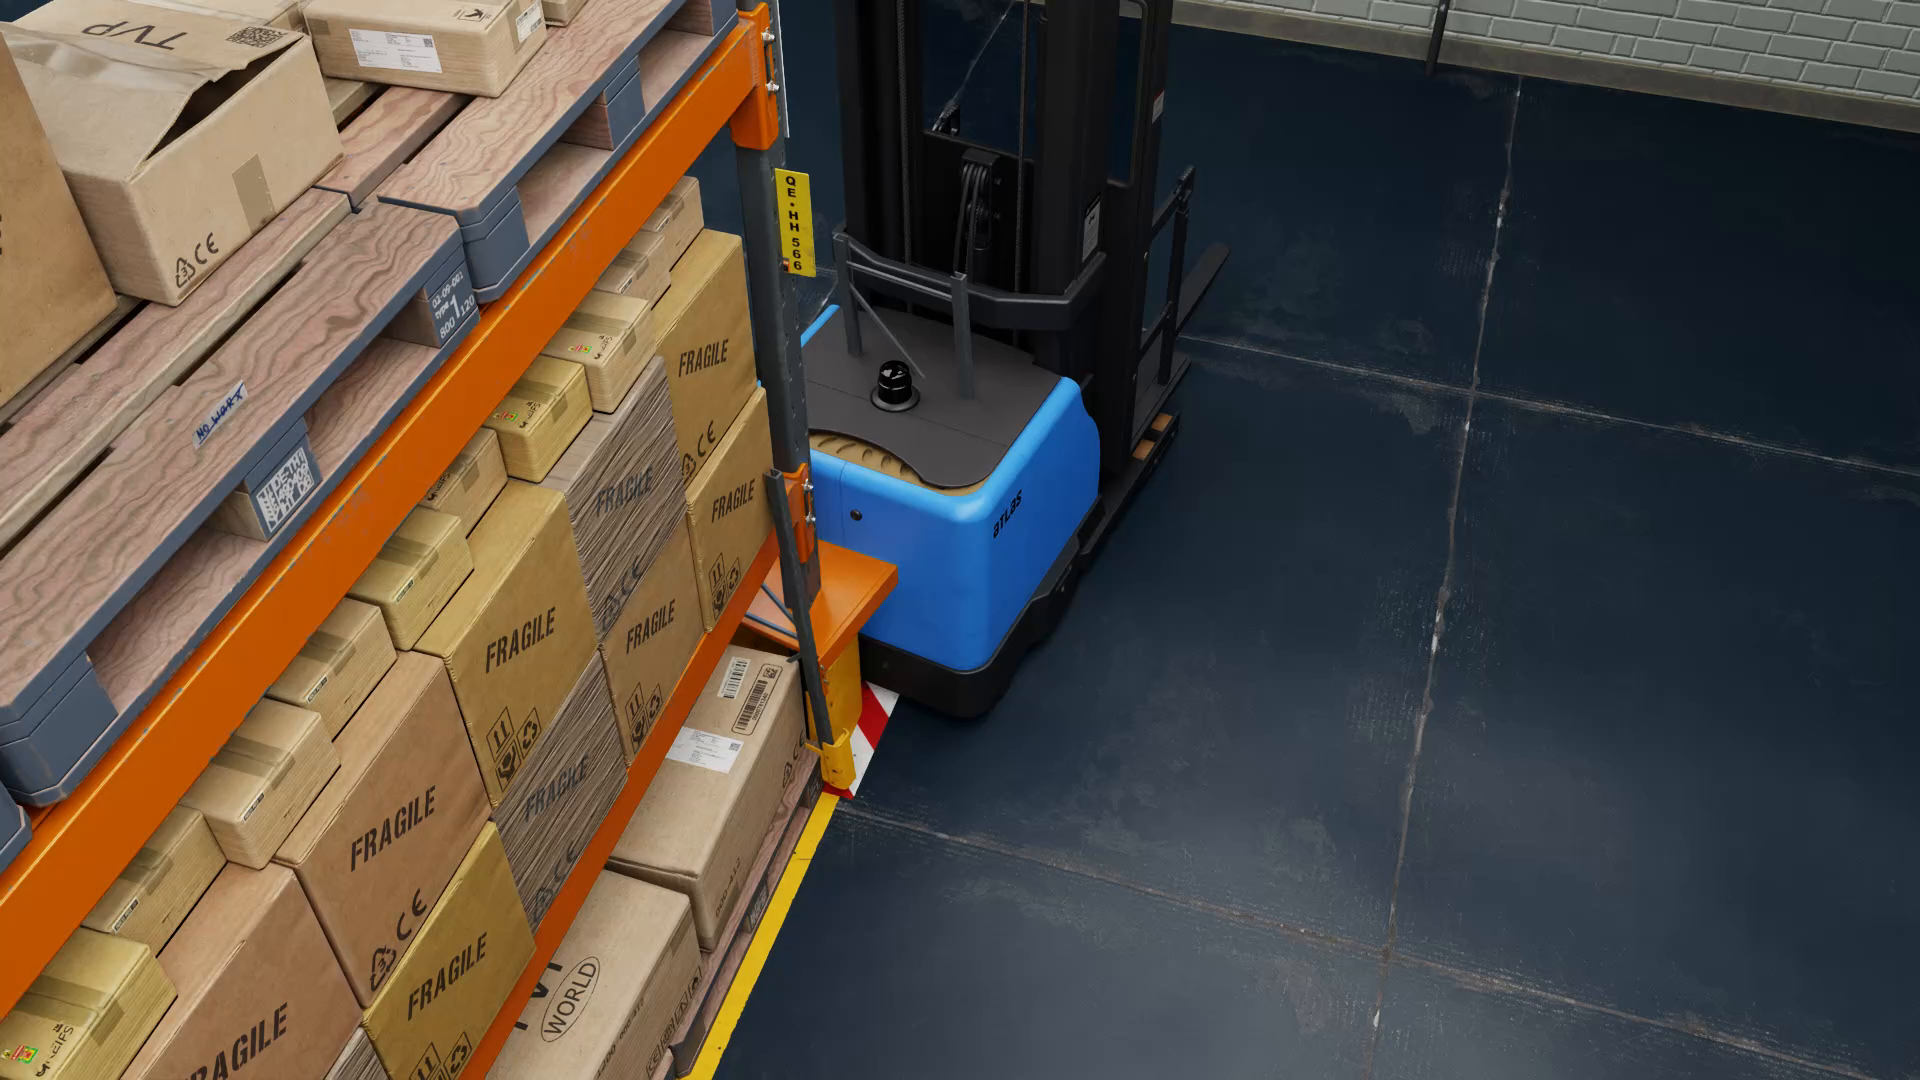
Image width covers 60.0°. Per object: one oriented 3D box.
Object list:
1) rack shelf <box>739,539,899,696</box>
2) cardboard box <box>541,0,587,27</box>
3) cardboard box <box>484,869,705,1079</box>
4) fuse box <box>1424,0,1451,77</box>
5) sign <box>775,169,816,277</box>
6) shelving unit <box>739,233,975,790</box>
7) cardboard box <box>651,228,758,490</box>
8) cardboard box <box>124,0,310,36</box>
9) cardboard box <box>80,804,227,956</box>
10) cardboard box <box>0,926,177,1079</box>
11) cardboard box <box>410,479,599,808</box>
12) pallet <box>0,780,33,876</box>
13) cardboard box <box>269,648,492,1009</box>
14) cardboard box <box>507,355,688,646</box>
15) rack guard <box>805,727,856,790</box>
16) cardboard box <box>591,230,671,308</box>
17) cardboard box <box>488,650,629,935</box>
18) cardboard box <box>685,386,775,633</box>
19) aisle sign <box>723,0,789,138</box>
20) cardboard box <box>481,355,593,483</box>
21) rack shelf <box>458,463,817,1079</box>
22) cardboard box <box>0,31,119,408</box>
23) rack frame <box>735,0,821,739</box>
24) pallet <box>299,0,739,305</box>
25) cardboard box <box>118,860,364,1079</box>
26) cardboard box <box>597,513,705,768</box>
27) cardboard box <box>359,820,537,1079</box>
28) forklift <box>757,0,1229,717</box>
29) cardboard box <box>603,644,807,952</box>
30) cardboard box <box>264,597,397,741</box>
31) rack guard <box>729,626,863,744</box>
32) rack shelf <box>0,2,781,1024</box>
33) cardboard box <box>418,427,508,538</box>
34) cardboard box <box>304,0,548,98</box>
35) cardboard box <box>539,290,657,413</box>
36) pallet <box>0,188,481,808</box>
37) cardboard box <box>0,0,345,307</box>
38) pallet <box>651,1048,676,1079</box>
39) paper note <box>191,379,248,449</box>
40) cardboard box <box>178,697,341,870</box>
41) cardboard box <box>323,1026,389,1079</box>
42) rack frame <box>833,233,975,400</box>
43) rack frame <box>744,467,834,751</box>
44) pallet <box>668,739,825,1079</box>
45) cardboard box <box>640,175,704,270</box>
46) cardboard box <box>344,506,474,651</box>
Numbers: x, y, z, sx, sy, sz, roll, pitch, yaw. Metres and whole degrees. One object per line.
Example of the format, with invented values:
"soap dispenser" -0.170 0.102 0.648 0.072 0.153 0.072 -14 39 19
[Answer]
"rack shelf" -0.409 0.043 5.785 0.538 0.185 1.000 22 52 23
"cardboard box" -1.008 -1.362 3.588 0.500 0.250 0.500 9 45 9
"cardboard box" -1.332 1.362 4.745 0.875 0.438 0.875 14 46 14
"fuse box" 2.685 -3.237 8.835 0.539 1.711 0.414 13 46 13
"sign" -0.445 -0.851 4.477 0.100 0.325 0.005 13 46 13
"shelving unit" -0.414 -0.086 5.660 0.587 1.500 1.083 22 52 23
"cardboard box" -0.877 -0.498 4.327 0.500 0.500 0.500 14 46 14
"cardboard box" -1.507 -0.968 3.258 0.380 0.149 0.250 14 46 14
"cardboard box" -1.487 0.548 2.796 0.380 0.149 0.250 12 46 12
"cardboard box" -1.485 0.732 2.607 0.380 0.149 0.250 11 46 11
"cardboard box" -1.160 0.186 3.629 0.500 0.500 0.500 12 46 12
"pallet" -1.911 0.606 1.904 1.003 0.211 1.213 13 46 13
"cardboard box" -1.314 0.521 3.287 0.500 0.500 0.500 12 46 12
"cardboard box" -1.007 -0.143 3.965 0.500 0.500 0.500 13 46 13
"rack guard" -0.635 0.662 5.831 0.587 0.250 0.087 22 52 23
"cardboard box" -0.930 -0.645 4.015 0.380 0.149 0.250 13 46 13
"cardboard box" -1.164 0.542 3.980 0.500 0.500 0.500 14 46 14
"cardboard box" -0.852 -0.134 4.671 0.500 0.500 0.500 13 46 13
"aisle sign" -0.641 -1.388 4.165 0.394 0.787 0.004 13 46 13
"cardboard box" -1.043 -0.296 3.658 0.380 0.149 0.250 14 46 13
"rack shelf" -1.563 1.114 3.981 1.077 0.370 4.000 13 46 13
"cardboard box" -1.711 -0.458 2.485 0.500 0.500 0.500 13 46 13
"rack frame" -0.958 -0.476 5.092 1.000 3.000 0.127 13 46 13
"pallet" -1.173 -1.020 3.566 1.003 0.211 1.213 13 46 13
"cardboard box" -1.469 0.856 2.944 0.500 0.500 0.500 13 46 13
"cardboard box" -1.018 0.197 4.333 0.500 0.500 0.500 12 46 12
"cardboard box" -1.308 0.889 3.626 0.500 0.500 0.500 14 46 14
"forklift" 0.287 -1.440 6.126 1.130 2.935 3.031 20 48 19
"cardboard box" -1.062 0.750 5.370 0.875 0.438 0.875 11 45 11
"cardboard box" -1.307 0.214 3.137 0.380 0.149 0.250 14 46 14
"rack guard" -0.951 0.401 5.983 1.175 0.500 0.348 13 46 13
"rack shelf" -1.563 0.042 2.932 1.077 0.370 4.000 13 46 13
"cardboard box" -1.190 -0.137 3.495 0.380 0.149 0.250 12 46 12
"cardboard box" -1.059 -1.029 3.320 0.380 0.149 0.250 9 45 9
"cardboard box" -0.928 -0.455 3.821 0.380 0.149 0.250 12 46 12
"pallet" -1.540 -0.204 2.733 1.003 0.211 1.213 13 46 13
"cardboard box" -1.459 -0.715 2.883 0.500 0.311 0.500 13 46 13
"pallet" -1.497 1.880 4.677 1.003 0.211 1.213 13 46 12
"paper note" -1.039 -0.176 2.338 0.006 0.032 0.123 13 46 13
"cardboard box" -1.347 0.398 2.948 0.380 0.149 0.250 13 46 13
"cardboard box" -1.464 1.232 3.275 0.500 0.500 0.500 13 46 13
"rack frame" -0.156 -0.407 5.943 0.500 1.500 0.032 22 52 23
"rack frame" -0.682 0.246 5.367 0.500 1.500 0.032 22 52 23
"pallet" -1.125 1.070 5.506 1.003 0.211 1.213 13 46 13
"cardboard box" -0.876 -0.820 4.193 0.380 0.149 0.250 13 46 13
"cardboard box" -1.210 0.043 3.312 0.380 0.149 0.250 14 46 13
